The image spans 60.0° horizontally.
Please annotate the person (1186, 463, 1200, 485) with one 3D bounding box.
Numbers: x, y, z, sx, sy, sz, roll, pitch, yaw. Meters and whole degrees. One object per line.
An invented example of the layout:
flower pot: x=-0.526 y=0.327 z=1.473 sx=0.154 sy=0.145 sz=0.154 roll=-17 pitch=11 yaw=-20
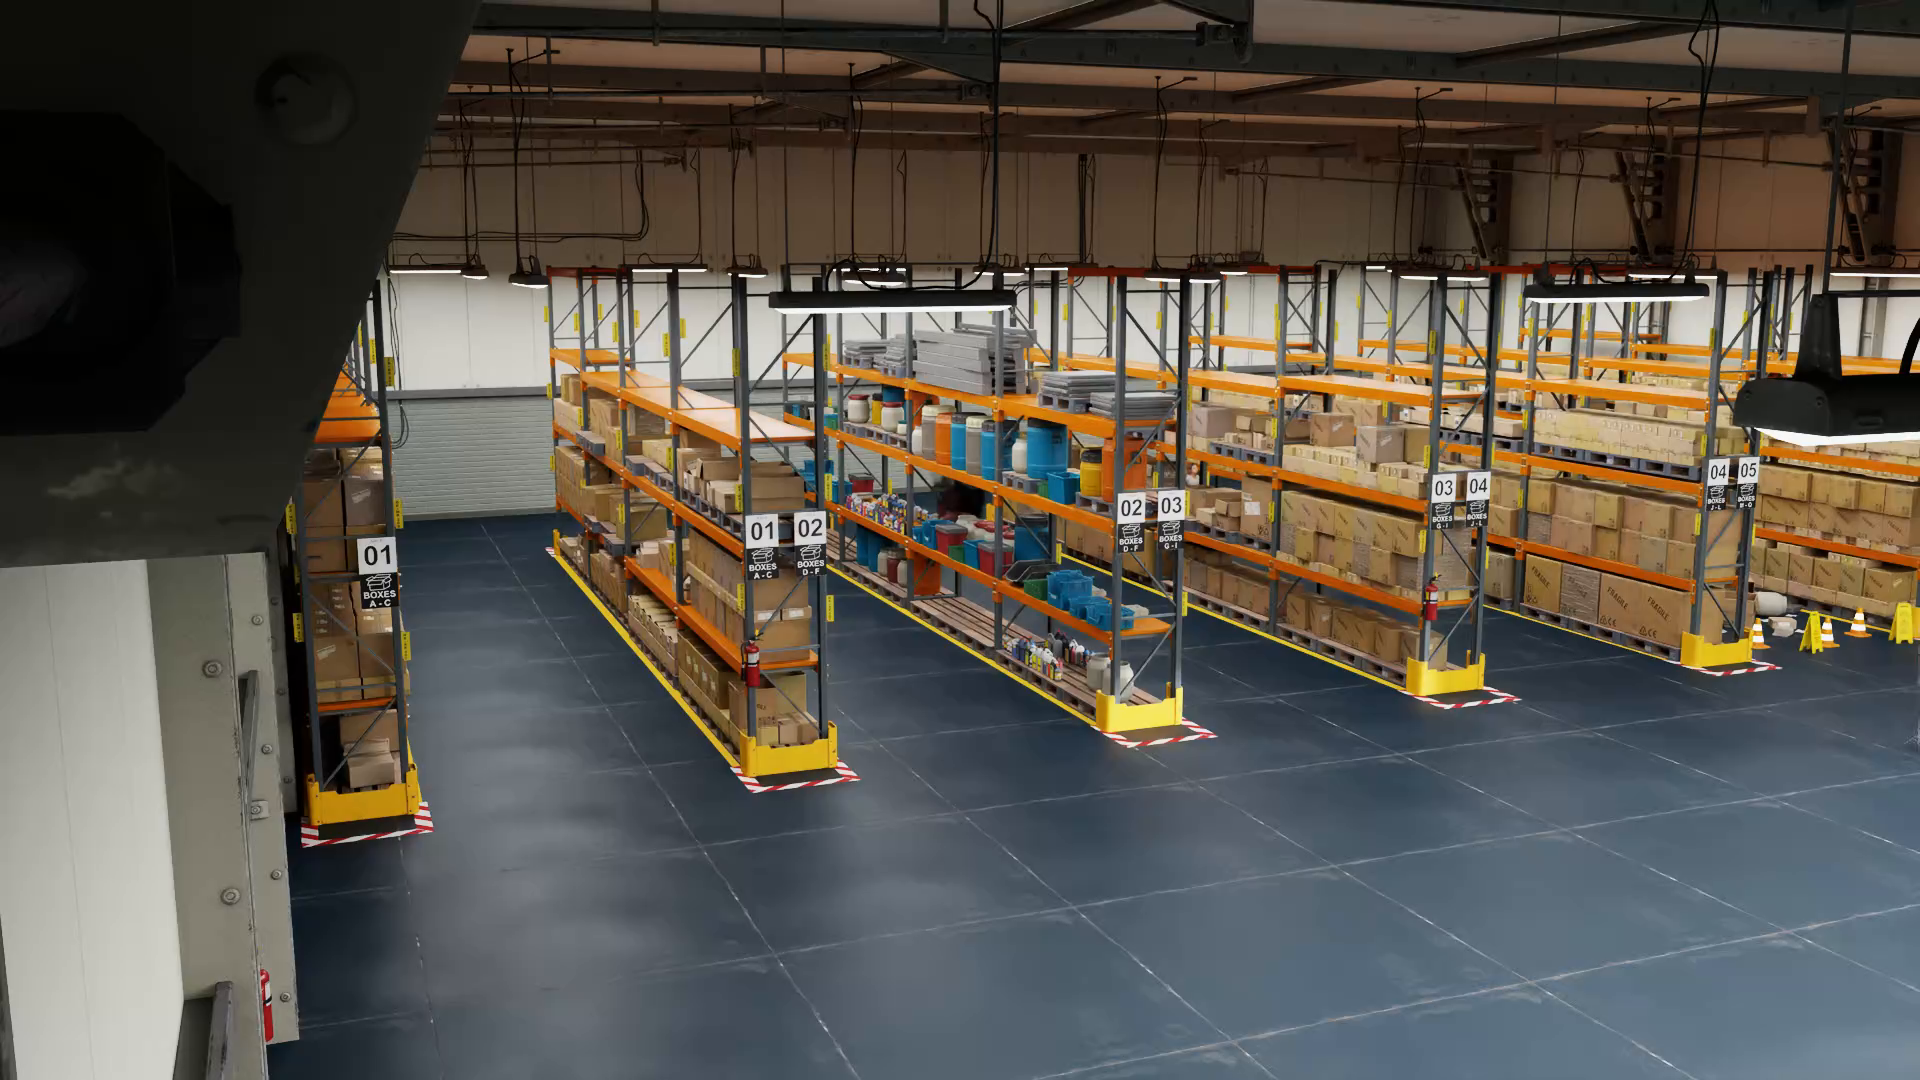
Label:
person: x=5.210 y=-0.900 z=37.110 sx=0.568 sy=1.627 sz=0.560 roll=-4 pitch=11 yaw=-21
